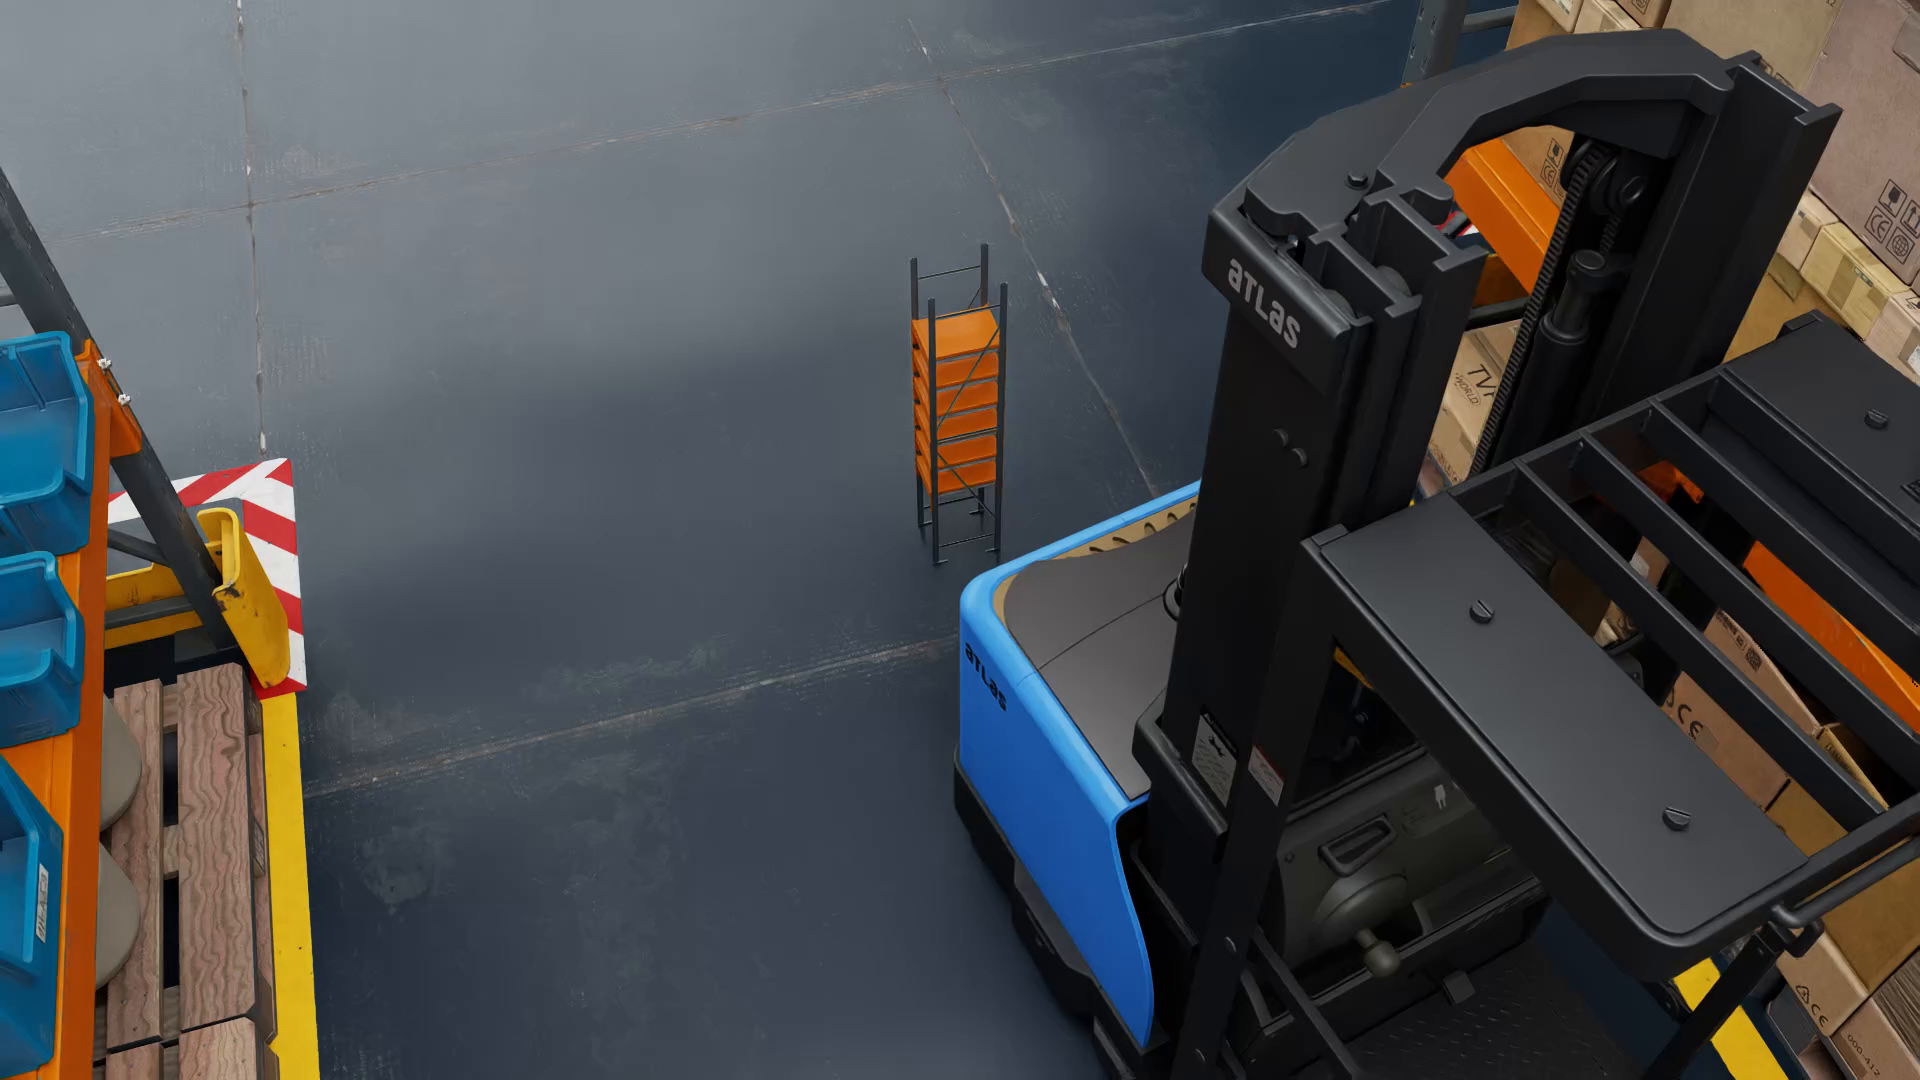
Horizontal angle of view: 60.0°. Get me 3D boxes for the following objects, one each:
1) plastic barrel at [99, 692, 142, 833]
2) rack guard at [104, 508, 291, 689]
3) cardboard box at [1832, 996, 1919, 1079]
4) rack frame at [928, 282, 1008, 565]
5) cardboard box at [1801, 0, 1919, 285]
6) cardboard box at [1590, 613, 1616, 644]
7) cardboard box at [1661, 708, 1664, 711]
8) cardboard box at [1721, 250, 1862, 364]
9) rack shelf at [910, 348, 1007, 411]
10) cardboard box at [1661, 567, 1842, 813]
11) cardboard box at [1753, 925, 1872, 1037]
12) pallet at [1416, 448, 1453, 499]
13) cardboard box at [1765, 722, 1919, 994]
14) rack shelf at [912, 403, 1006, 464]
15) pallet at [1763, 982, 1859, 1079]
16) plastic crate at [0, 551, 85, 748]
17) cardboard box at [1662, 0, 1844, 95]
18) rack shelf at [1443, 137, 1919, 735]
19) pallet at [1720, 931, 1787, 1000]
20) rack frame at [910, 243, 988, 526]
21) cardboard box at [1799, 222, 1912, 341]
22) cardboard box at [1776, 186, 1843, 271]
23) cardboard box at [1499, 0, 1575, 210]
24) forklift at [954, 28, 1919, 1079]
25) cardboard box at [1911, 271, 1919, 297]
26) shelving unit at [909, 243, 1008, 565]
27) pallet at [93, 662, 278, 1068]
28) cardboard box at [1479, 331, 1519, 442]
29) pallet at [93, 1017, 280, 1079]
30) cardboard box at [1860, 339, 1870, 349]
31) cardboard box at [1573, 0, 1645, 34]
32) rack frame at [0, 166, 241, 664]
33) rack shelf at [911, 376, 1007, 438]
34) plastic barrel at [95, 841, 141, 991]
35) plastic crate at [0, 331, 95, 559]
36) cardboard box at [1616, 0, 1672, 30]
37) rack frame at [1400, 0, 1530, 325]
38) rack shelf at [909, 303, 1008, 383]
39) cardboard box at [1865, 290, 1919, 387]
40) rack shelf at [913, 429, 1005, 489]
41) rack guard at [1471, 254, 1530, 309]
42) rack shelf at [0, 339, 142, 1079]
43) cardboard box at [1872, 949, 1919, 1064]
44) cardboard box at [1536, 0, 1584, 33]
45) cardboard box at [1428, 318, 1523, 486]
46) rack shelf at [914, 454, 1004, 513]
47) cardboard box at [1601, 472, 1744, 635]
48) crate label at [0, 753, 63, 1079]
[{"bbox_3d":[-2.566,0.585,4.648,0.421,0.512,0.421,0,50,0],"label":"plastic barrel"},{"bbox_3d":[-2.766,0.305,5.166,1.175,0.500,0.348,-13,51,-11],"label":"rack guard"},{"bbox_3d":[2.598,1.353,4.171,0.500,0.250,0.500,-13,51,-11],"label":"cardboard box"},{"bbox_3d":[0.023,-0.330,5.244,0.240,1.200,0.006,-13,51,-11],"label":"rack frame"},{"bbox_3d":[2.351,-0.980,3.700,0.700,0.500,0.500,-13,51,-11],"label":"cardboard box"},{"bbox_3d":[2.144,0.260,5.093,0.500,0.250,0.500,-13,51,-11],"label":"cardboard box"},{"bbox_3d":[2.287,0.626,4.784,0.500,0.250,0.500,-13,51,-11],"label":"cardboard box"},{"bbox_3d":[2.326,-0.604,4.232,0.700,0.500,0.500,-13,51,-11],"label":"cardboard box"},{"bbox_3d":[-0.004,-0.523,5.151,0.258,0.103,0.180,-13,51,-11],"label":"rack shelf"},{"bbox_3d":[2.286,0.385,4.497,0.500,0.500,0.500,-13,51,-11],"label":"cardboard box"},{"bbox_3d":[2.436,0.991,4.476,0.500,0.250,0.500,-13,51,-11],"label":"cardboard box"},{"bbox_3d":[2.165,-0.215,5.793,1.003,0.211,1.213,-13,51,-11],"label":"pallet"},{"bbox_3d":[2.448,0.747,4.192,0.500,0.500,0.500,-13,51,-11],"label":"cardboard box"},{"bbox_3d":[-0.004,-0.369,5.334,0.258,0.103,0.180,-13,51,-11],"label":"rack shelf"},{"bbox_3d":[2.887,1.567,4.291,1.003,0.211,1.213,-13,51,-11],"label":"pallet"},{"bbox_3d":[-2.213,0.276,3.653,0.499,0.251,0.408,-13,51,-11],"label":"plastic crate"},{"bbox_3d":[2.201,-1.348,4.010,0.700,0.500,0.500,-15,51,-12],"label":"cardboard box"},{"bbox_3d":[2.491,0.030,4.233,1.077,0.370,4.000,-13,51,-11],"label":"rack shelf"},{"bbox_3d":[2.522,0.675,5.043,1.003,0.211,1.213,-13,51,-11],"label":"pallet"},{"bbox_3d":[-0.031,-0.464,5.357,0.240,1.200,0.006,-13,51,-11],"label":"rack frame"},{"bbox_3d":[2.192,-0.628,3.828,0.380,0.149,0.250,-14,51,-11],"label":"cardboard box"},{"bbox_3d":[2.116,-0.815,3.985,0.380,0.149,0.250,-15,51,-12],"label":"cardboard box"},{"bbox_3d":[2.025,-1.351,4.862,0.700,0.500,0.500,-13,51,-11],"label":"cardboard box"},{"bbox_3d":[1.132,0.671,3.267,1.130,2.935,3.031,-23,54,-18],"label":"forklift"},{"bbox_3d":[2.499,-0.614,3.392,0.700,0.500,0.500,-13,51,-11],"label":"cardboard box"},{"bbox_3d":[-0.004,-0.397,5.300,0.258,1.200,0.189,-13,51,-11],"label":"shelving unit"},{"bbox_3d":[-2.531,0.993,4.775,1.003,0.211,1.213,-13,51,-11],"label":"pallet"},{"bbox_3d":[1.995,-0.347,5.114,0.500,0.500,0.500,-13,51,-11],"label":"cardboard box"},{"bbox_3d":[-2.174,1.882,4.025,1.003,0.211,1.213,-13,51,-11],"label":"pallet"},{"bbox_3d":[2.485,-0.221,3.909,0.700,0.500,0.500,-12,51,-10],"label":"cardboard box"},{"bbox_3d":[1.890,-1.376,4.459,0.380,0.149,0.250,-15,51,-12],"label":"cardboard box"},{"bbox_3d":[-2.834,-0.545,4.248,1.000,3.000,0.127,-13,51,-11],"label":"rack frame"},{"bbox_3d":[-0.004,-0.446,5.242,0.258,0.103,0.180,-13,51,-11],"label":"rack shelf"},{"bbox_3d":[-2.418,0.951,4.339,0.421,0.512,0.421,0,50,0],"label":"plastic barrel"},{"bbox_3d":[-2.400,-0.199,4.054,0.499,0.251,0.616,-13,51,-11],"label":"plastic crate"},{"bbox_3d":[2.041,-1.730,4.333,0.700,0.500,0.500,-13,51,-11],"label":"cardboard box"},{"bbox_3d":[1.899,-1.663,5.190,1.000,3.000,0.127,-13,51,-11],"label":"rack frame"},{"bbox_3d":[-0.004,-0.601,5.059,0.258,0.103,0.180,-13,51,-11],"label":"rack shelf"},{"bbox_3d":[2.263,-0.446,3.674,0.380,0.149,0.250,-13,51,-11],"label":"cardboard box"},{"bbox_3d":[-0.004,-0.291,5.426,0.258,0.103,0.180,-13,51,-11],"label":"rack shelf"},{"bbox_3d":[1.892,-0.874,6.160,1.175,0.500,0.348,-13,51,-11],"label":"rack guard"},{"bbox_3d":[-2.242,1.147,3.291,1.077,0.370,4.000,-13,51,-11],"label":"rack shelf"},{"bbox_3d":[2.599,1.111,3.885,0.500,0.500,0.500,-13,51,-11],"label":"cardboard box"},{"bbox_3d":[1.809,-1.569,4.621,0.380,0.149,0.250,-14,51,-11],"label":"cardboard box"},{"bbox_3d":[1.845,-0.470,5.708,0.500,0.250,0.500,-13,51,-11],"label":"cardboard box"},{"bbox_3d":[-0.004,-0.214,5.518,0.258,0.103,0.180,-13,51,-11],"label":"rack shelf"},{"bbox_3d":[2.155,0.016,4.808,0.500,0.500,0.500,-13,51,-11],"label":"cardboard box"},{"bbox_3d":[-2.031,0.726,3.153,0.502,0.435,0.616,-13,51,-11],"label":"crate label"}]
